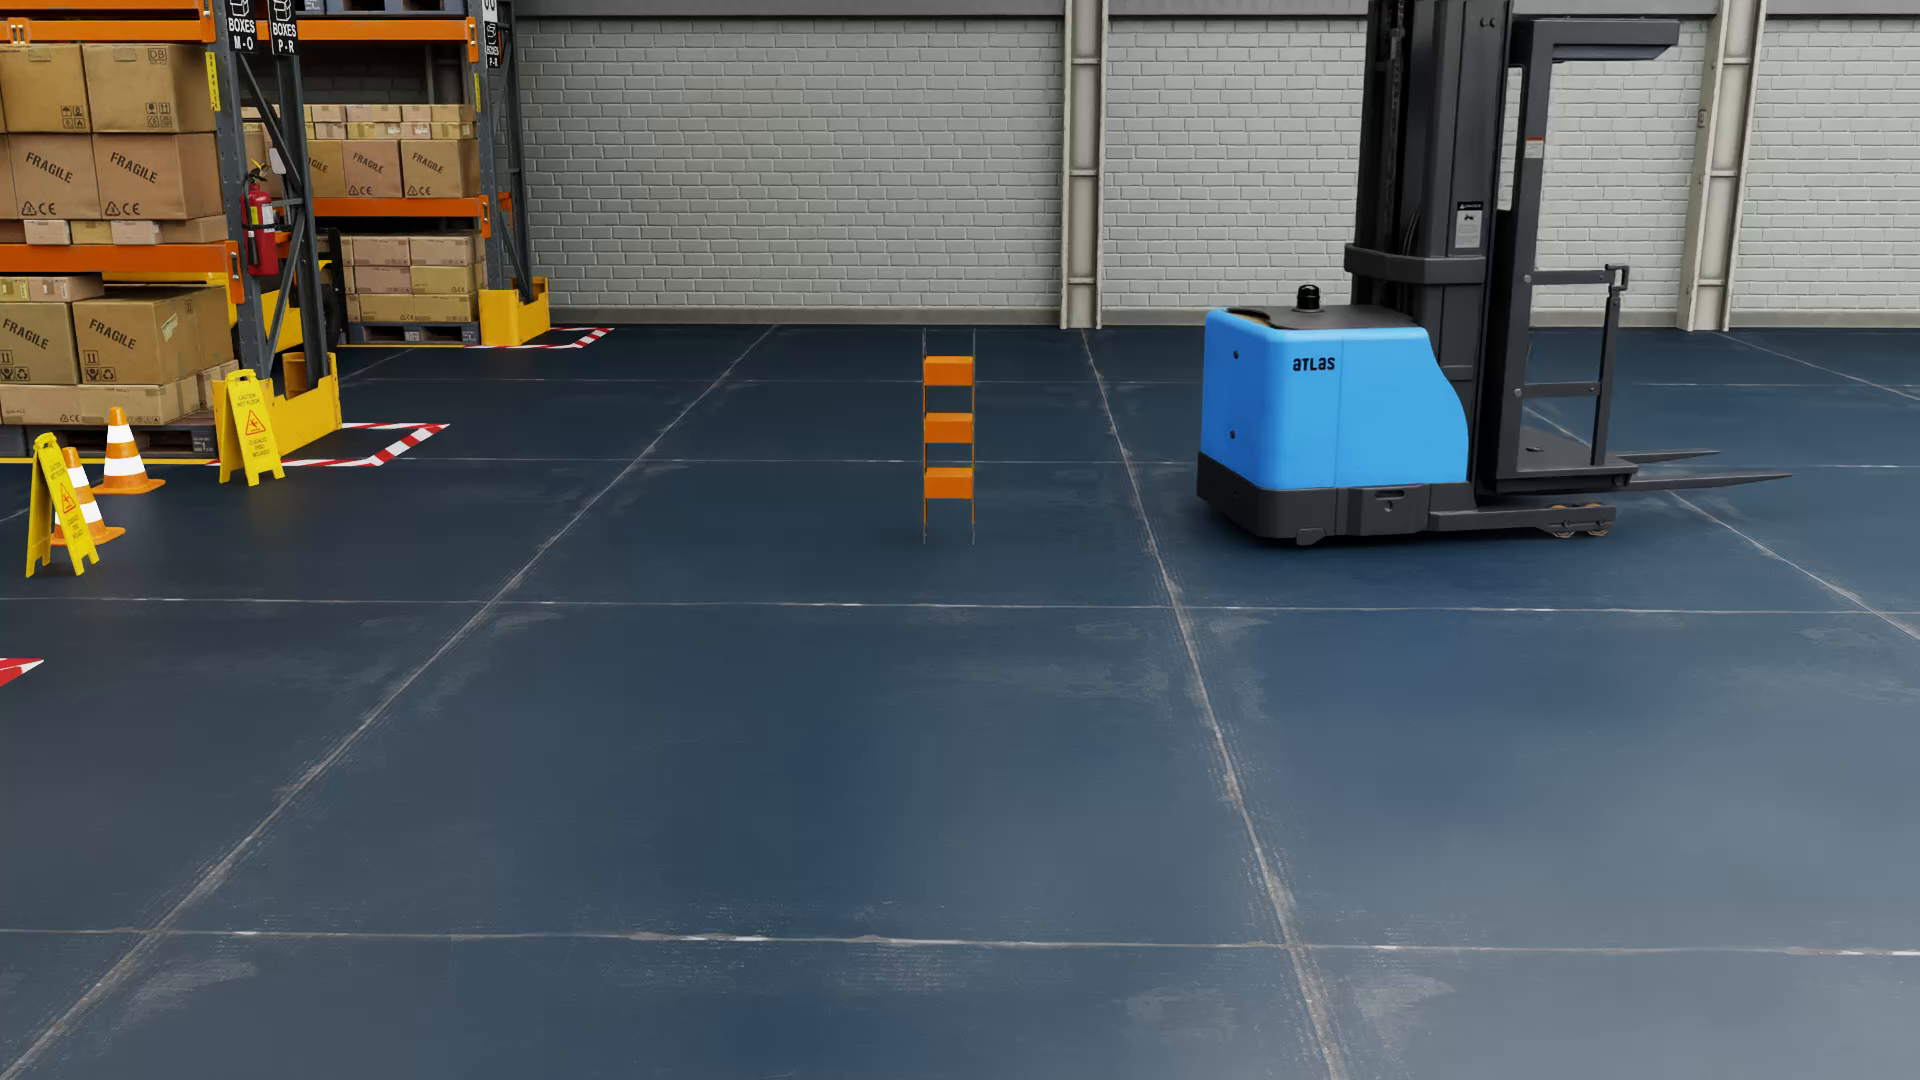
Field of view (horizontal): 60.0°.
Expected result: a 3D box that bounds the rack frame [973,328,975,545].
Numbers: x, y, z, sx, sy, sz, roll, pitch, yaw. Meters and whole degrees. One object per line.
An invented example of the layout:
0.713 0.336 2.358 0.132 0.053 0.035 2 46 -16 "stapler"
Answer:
0.068 -0.507 8.204 0.008 1.050 0.200 0 15 1 "rack frame"

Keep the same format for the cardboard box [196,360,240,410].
-5.073 -1.021 10.898 0.500 0.250 0.500 0 15 1 "cardboard box"

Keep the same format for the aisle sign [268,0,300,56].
-4.203 -3.408 10.280 0.004 0.787 0.394 0 15 1 "aisle sign"

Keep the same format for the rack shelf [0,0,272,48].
-6.273 -3.188 10.072 4.000 0.370 1.077 0 15 1 "rack shelf"

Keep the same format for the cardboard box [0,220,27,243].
-5.675 -1.911 10.194 0.250 0.149 0.380 1 15 2 "cardboard box"

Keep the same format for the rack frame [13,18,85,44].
-8.149 -3.364 15.211 0.127 3.000 1.000 0 15 1 "rack frame"

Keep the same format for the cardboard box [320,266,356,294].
-5.662 -2.381 15.070 0.500 0.250 0.500 0 15 0 "cardboard box"

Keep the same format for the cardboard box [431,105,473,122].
-4.514 -3.792 14.784 0.250 0.149 0.380 0 15 2 "cardboard box"

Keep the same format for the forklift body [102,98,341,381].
-6.092 -2.475 13.504 1.214 2.155 2.313 0 15 1 "forklift body"

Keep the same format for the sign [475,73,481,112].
-4.178 -3.874 14.410 0.005 0.325 0.100 0 15 1 "sign"

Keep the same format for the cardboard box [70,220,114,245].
-5.164 -1.879 10.074 0.250 0.149 0.380 0 15 0 "cardboard box"

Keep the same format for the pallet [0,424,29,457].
-6.377 -0.747 10.759 1.213 0.211 1.003 0 15 1 "pallet"

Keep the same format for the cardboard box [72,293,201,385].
-5.081 -1.247 10.283 0.500 0.500 0.500 0 15 2 "cardboard box"

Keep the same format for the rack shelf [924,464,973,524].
-0.053 -0.229 8.281 0.240 0.259 0.215 0 15 1 "rack shelf"

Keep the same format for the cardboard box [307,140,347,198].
-5.679 -3.332 14.892 0.500 0.500 0.500 0 15 0 "cardboard box"

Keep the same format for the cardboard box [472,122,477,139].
-4.483 -3.768 15.276 0.250 0.149 0.380 0 15 0 "cardboard box"

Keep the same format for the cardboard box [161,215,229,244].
-4.653 -1.899 10.148 0.250 0.149 0.380 1 15 3 "cardboard box"

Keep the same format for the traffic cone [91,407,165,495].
-4.736 -0.519 9.401 0.334 0.463 0.336 0 15 1 "traffic cone"

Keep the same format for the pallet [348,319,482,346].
-4.916 -1.984 15.446 1.213 0.211 1.003 0 15 1 "pallet"

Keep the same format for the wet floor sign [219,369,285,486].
-4.111 -0.660 9.575 0.232 0.644 0.267 6 16 21 "wet floor sign"

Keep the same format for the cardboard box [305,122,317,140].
-5.787 -3.633 14.762 0.250 0.149 0.380 0 15 2 "cardboard box"

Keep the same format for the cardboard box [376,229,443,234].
-5.125 -2.749 15.485 0.500 0.250 0.500 0 15 2 "cardboard box"

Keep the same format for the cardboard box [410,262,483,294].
-4.645 -2.377 15.055 0.500 0.250 0.500 0 15 1 "cardboard box"

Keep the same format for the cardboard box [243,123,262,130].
-6.292 -3.642 14.796 0.250 0.149 0.380 0 15 0 "cardboard box"

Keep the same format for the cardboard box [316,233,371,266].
-5.634 -2.621 15.001 0.500 0.250 0.500 1 15 2 "cardboard box"

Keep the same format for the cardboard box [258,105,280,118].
-6.047 -3.801 14.816 0.250 0.149 0.380 1 15 2 "cardboard box"

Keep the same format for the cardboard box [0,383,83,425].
-5.606 -0.888 10.391 0.500 0.250 0.500 0 15 2 "cardboard box"

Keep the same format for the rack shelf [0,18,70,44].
-10.148 -4.480 14.969 4.000 0.370 1.077 0 15 1 "rack shelf"

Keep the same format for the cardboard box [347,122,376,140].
-5.265 -3.647 14.814 0.250 0.149 0.380 0 15 1 "cardboard box"

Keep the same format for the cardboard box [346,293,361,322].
-5.625 -2.145 15.158 0.500 0.250 0.500 1 15 2 "cardboard box"

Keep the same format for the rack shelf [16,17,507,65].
-6.149 -4.454 14.870 4.000 0.370 1.077 0 15 1 "rack shelf"

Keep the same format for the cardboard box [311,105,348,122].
-5.533 -3.775 14.717 0.250 0.149 0.380 1 15 3 "cardboard box"

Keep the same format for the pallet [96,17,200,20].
-7.296 -4.773 14.843 1.213 0.211 1.003 0 15 1 "pallet"

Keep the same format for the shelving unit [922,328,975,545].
-0.053 -0.508 8.207 0.252 1.050 0.215 0 15 1 "shelving unit"

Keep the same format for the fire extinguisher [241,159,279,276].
-4.171 -1.916 9.876 0.183 0.674 0.296 0 15 1 "fire extinguisher"

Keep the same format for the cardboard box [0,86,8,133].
-5.808 -2.678 9.870 0.500 0.500 0.700 0 15 1 "cardboard box"

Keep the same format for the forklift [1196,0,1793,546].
2.846 -1.555 8.489 3.031 2.935 1.130 -3 15 -11 "forklift"

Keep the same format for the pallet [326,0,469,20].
-4.856 -4.757 14.783 1.213 0.211 1.003 0 15 1 "pallet"

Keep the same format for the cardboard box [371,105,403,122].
-5.023 -3.781 14.740 0.250 0.149 0.380 1 15 3 "cardboard box"

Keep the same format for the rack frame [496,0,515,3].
-4.150 -6.239 14.347 0.127 3.000 1.000 0 15 1 "rack frame"

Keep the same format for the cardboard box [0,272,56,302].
-5.701 -1.548 10.154 0.250 0.149 0.380 1 15 2 "cardboard box"

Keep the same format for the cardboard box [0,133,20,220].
-5.823 -2.206 10.043 0.500 0.500 0.500 0 15 1 "cardboard box"

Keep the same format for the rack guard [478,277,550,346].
-4.126 -2.129 15.430 0.348 0.500 1.175 0 15 1 "rack guard"

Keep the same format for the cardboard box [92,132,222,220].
-4.823 -2.198 10.010 0.500 0.500 0.500 0 15 0 "cardboard box"

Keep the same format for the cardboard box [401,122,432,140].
-4.760 -3.625 14.732 0.250 0.149 0.380 1 15 2 "cardboard box"

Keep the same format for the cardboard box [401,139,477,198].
-4.649 -3.323 14.857 0.500 0.500 0.500 0 15 0 "cardboard box"

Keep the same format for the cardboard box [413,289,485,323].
-4.628 -2.134 15.115 0.500 0.250 0.500 0 15 2 "cardboard box"

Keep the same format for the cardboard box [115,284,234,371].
-5.096 -1.384 10.803 0.500 0.500 0.500 0 15 0 "cardboard box"

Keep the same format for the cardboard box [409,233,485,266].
-4.618 -2.618 14.991 0.500 0.250 0.500 1 15 3 "cardboard box"

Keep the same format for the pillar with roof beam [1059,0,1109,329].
1.065 -5.336 10.926 0.400 9.000 9.100 0 15 1 "pillar with roof beam"

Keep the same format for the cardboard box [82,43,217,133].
-4.789 -2.695 9.937 0.500 0.500 0.700 0 15 0 "cardboard box"
